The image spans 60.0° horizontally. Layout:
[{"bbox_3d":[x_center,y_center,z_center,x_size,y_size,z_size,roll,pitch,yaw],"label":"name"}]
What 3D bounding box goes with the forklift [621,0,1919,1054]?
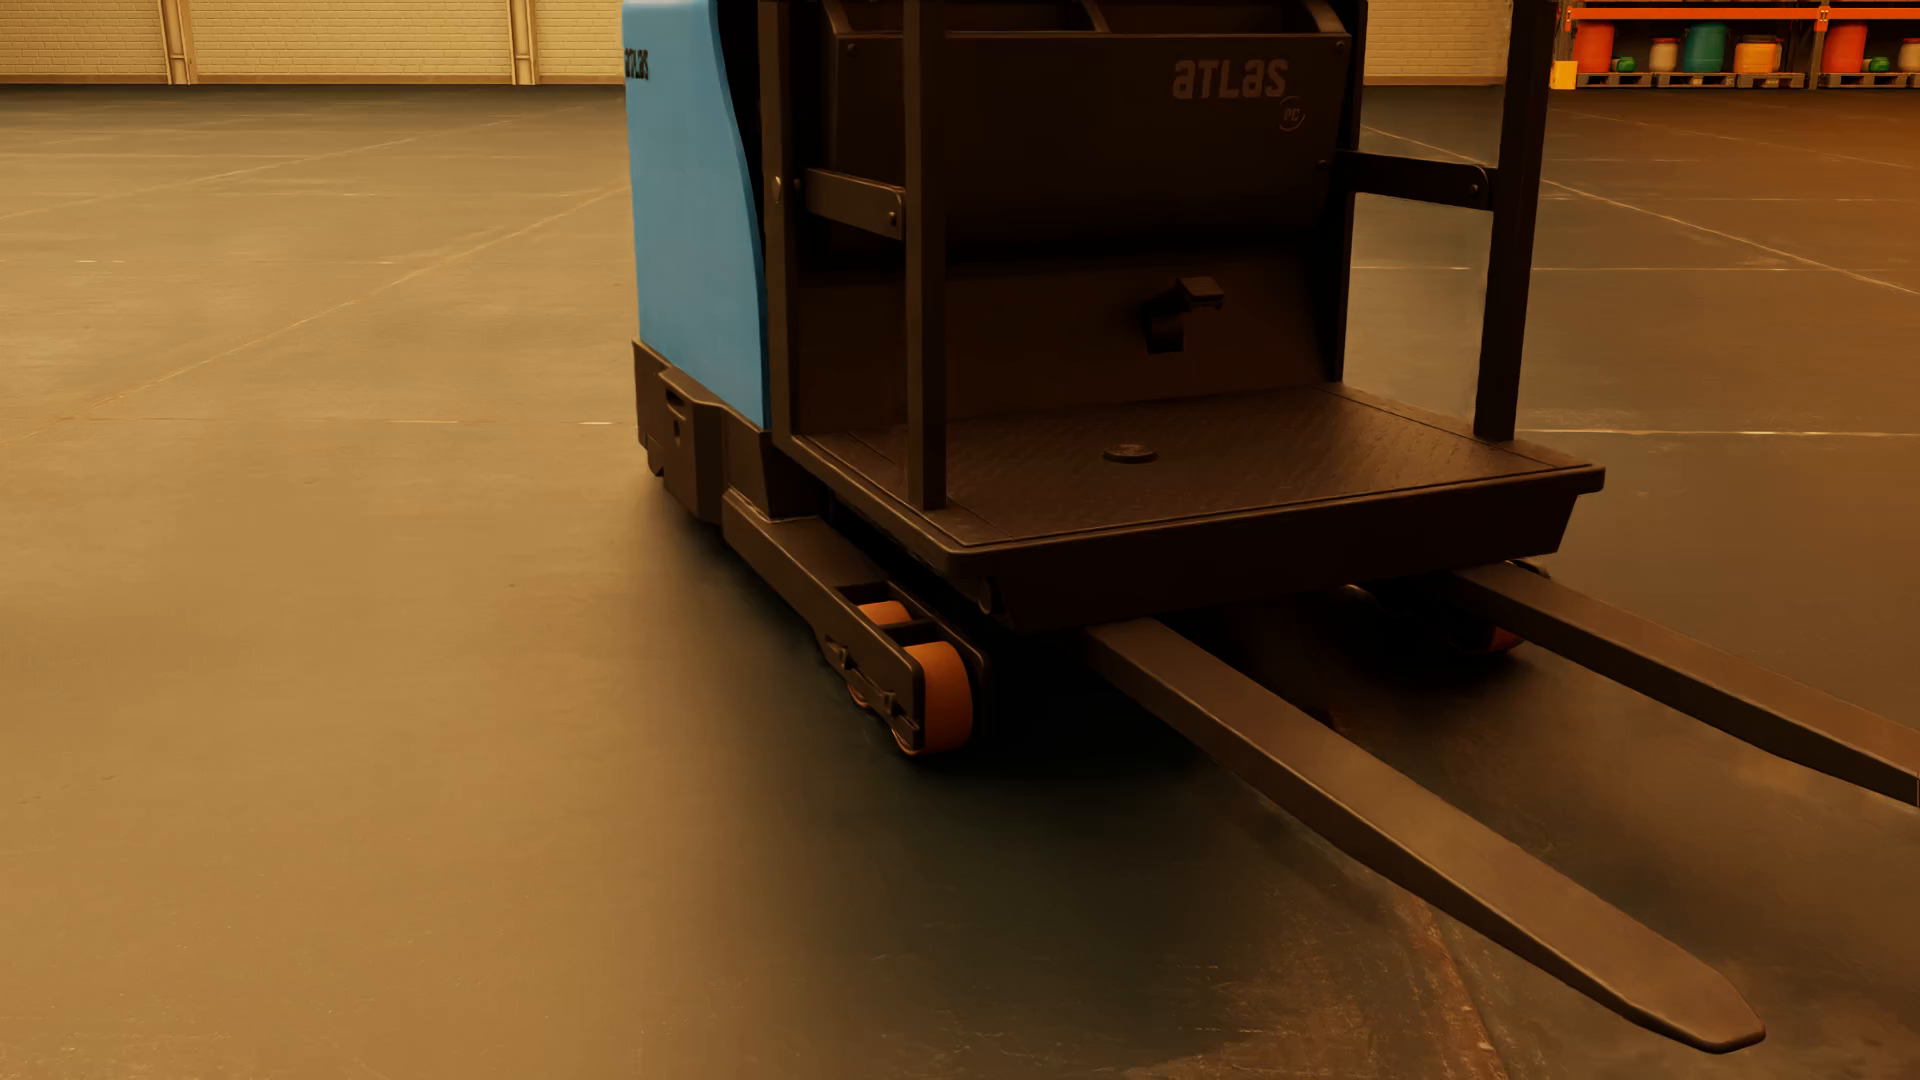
[{"bbox_3d":[0.301,-1.234,2.402,1.130,2.935,3.031,-7,19,-22],"label":"forklift"}]
